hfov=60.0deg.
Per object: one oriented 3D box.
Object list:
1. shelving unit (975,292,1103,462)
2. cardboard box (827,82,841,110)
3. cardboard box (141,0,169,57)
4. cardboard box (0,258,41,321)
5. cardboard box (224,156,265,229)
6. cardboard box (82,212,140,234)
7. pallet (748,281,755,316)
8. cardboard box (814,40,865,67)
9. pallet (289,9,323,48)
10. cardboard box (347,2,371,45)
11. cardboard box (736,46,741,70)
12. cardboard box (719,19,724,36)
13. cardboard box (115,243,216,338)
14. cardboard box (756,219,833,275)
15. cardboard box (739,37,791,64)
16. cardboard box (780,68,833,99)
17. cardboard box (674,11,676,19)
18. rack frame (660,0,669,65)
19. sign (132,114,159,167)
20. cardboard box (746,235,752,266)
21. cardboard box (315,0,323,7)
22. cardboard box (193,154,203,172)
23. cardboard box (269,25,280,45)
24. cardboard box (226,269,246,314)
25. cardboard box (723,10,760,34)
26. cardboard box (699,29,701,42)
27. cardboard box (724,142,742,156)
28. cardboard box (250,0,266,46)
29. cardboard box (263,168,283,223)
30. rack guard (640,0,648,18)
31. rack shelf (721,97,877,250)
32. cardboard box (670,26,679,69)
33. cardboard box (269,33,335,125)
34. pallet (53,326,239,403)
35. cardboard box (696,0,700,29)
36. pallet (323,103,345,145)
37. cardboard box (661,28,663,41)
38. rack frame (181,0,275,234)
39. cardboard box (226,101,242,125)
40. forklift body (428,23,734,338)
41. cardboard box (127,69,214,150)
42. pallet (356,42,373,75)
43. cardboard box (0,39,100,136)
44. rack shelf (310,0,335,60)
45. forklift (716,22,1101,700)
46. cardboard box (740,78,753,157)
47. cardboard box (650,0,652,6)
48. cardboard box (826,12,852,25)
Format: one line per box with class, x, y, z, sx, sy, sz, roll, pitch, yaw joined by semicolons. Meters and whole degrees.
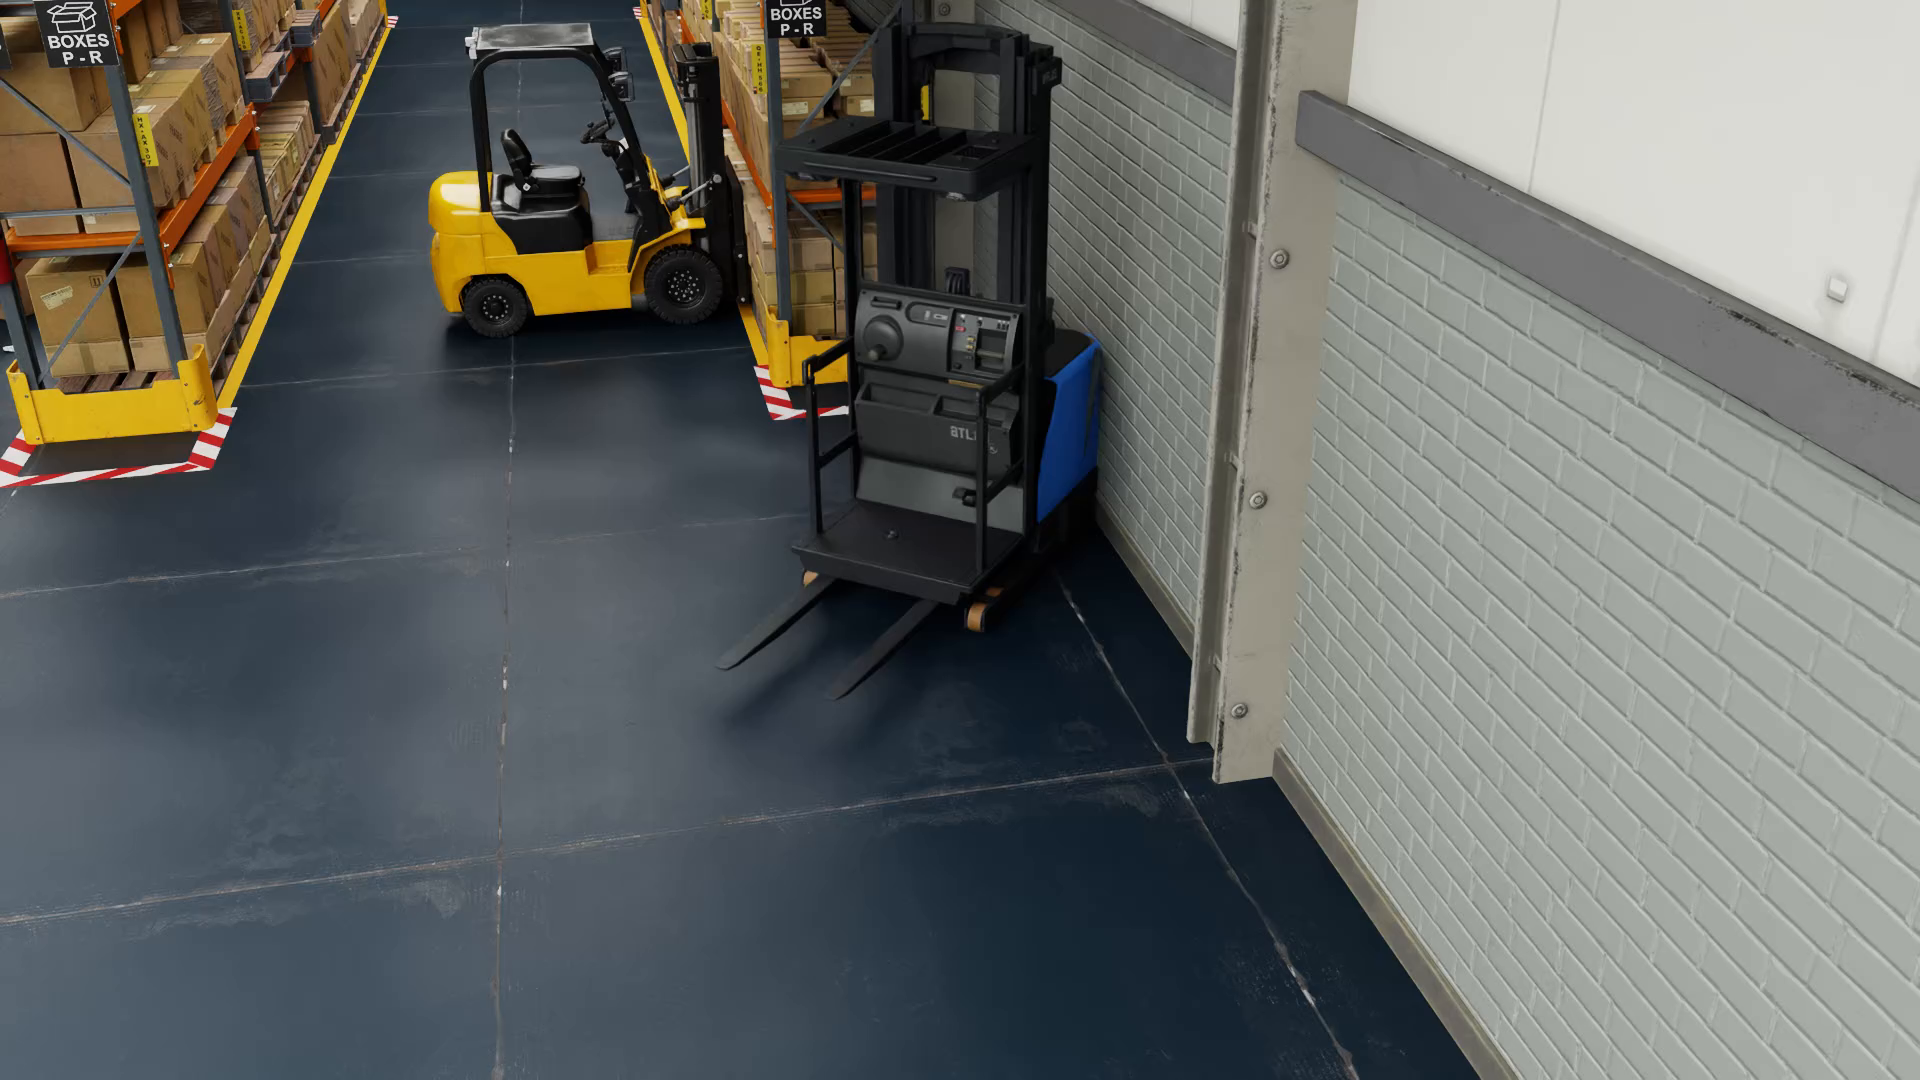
shelving unit;0.379;-0.790;10.055;0.538;1.125;1.048;2;24;-15
cardboard box;-0.746;-3.182;11.895;0.380;0.149;0.250;-6;27;-12
cardboard box;-6.560;-4.003;12.802;0.700;0.500;0.500;-6;27;-11
cardboard box;-7.626;-2.098;13.348;0.500;0.500;0.500;13;30;24
cardboard box;-6.147;-2.883;13.887;0.500;0.500;0.500;-6;27;-12
cardboard box;-5.515;-2.123;10.906;0.380;0.149;0.250;-6;27;-11
pallet;-1.289;-2.192;13.858;1.003;0.211;1.213;-6;27;-12
cardboard box;-0.897;-3.663;12.517;0.380;0.149;0.250;-5;27;-10
pallet;-7.178;-5.189;16.915;1.213;0.211;1.003;-6;27;-12
cardboard box;-8.584;-7.056;22.778;0.875;0.438;0.875;-7;28;-13
cardboard box;-1.562;-3.813;13.145;0.380;0.149;0.250;-7;28;-13
cardboard box;-1.891;-4.494;14.494;0.380;0.149;0.250;-6;27;-12
cardboard box;-5.558;-1.752;11.646;0.500;0.500;0.500;-7;28;-13
cardboard box;-1.212;-2.147;12.152;0.500;0.250;0.500;-5;27;-10
cardboard box;-1.476;-3.724;12.637;0.380;0.149;0.250;-5;27;-11
cardboard box;-1.091;-3.174;11.548;0.380;0.149;0.250;-6;27;-11
cardboard box;-3.481;-6.790;21.462;0.380;0.149;0.250;-7;28;-14
rack frame;-3.509;-7.839;21.951;1.000;3.000;0.127;-6;27;-12
sign;-5.111;-2.507;10.427;0.100;0.325;0.005;-6;27;-12
cardboard box;-1.458;-2.382;13.170;0.500;0.250;0.500;-7;28;-13
cardboard box;-7.553;-6.205;18.881;0.500;0.250;0.500;-5;27;-10
cardboard box;-5.818;-2.812;12.271;0.380;0.149;0.250;-7;28;-13
cardboard box;-6.625;-4.746;15.637;0.380;0.149;0.250;-5;27;-10
cardboard box;-5.795;-1.870;12.712;0.500;0.250;0.500;-4;27;-8
cardboard box;-1.752;-4.283;13.747;0.380;0.149;0.250;-5;27;-10
cardboard box;-2.275;-4.896;16.287;0.500;0.250;0.500;-6;27;-11
cardboard box;-1.797;-3.263;14.362;0.500;0.250;0.500;-6;27;-12
cardboard box;-6.481;-4.641;14.708;0.500;0.500;0.500;-6;27;-11
cardboard box;-6.662;-3.065;14.945;0.950;0.372;0.625;-6;27;-11
rack guard;-4.393;-8.445;25.928;1.175;0.500;0.348;-6;27;-12
rack shelf;-1.255;-3.128;13.416;1.077;0.370;4.000;-6;27;-12
cardboard box;-3.381;-6.223;21.058;0.500;0.500;0.500;-7;28;-13
cardboard box;-7.518;-5.128;18.472;0.875;0.875;0.875;-6;27;-12
pallet;-5.806;-1.214;11.920;1.003;0.211;1.213;-6;27;-12
cardboard box;-2.298;-5.123;16.182;0.500;0.250;0.500;-5;27;-11
pallet;-7.547;-4.686;18.800;1.003;0.211;1.213;-6;27;-12
cardboard box;-3.921;-6.968;22.925;0.380;0.149;0.250;-7;28;-13
rack frame;-6.541;-3.821;13.991;1.000;3.000;0.127;-6;27;-12
cardboard box;-6.109;-3.490;13.614;0.380;0.149;0.250;-5;27;-10
forklift body;-3.009;-2.839;12.988;2.313;2.155;1.214;-6;27;-12
cardboard box;-5.835;-3.152;12.224;0.500;0.500;0.500;-7;28;-13
pallet;-8.439;-6.430;22.255;1.003;0.211;1.213;-6;27;-12
cardboard box;-5.968;-2.891;10.598;0.700;0.500;0.500;-7;28;-13
rack shelf;-7.893;-6.134;19.372;1.077;0.370;4.000;-6;27;-12
forklift;-0.219;-1.042;8.562;1.130;2.935;3.031;12;29;23
cardboard box;-1.395;-3.258;12.766;0.500;0.500;0.500;-6;27;-13
cardboard box;-4.365;-8.390;25.347;0.797;0.503;0.637;-7;28;-14
cardboard box;-1.095;-4.236;13.652;0.380;0.149;0.250;-6;27;-12
